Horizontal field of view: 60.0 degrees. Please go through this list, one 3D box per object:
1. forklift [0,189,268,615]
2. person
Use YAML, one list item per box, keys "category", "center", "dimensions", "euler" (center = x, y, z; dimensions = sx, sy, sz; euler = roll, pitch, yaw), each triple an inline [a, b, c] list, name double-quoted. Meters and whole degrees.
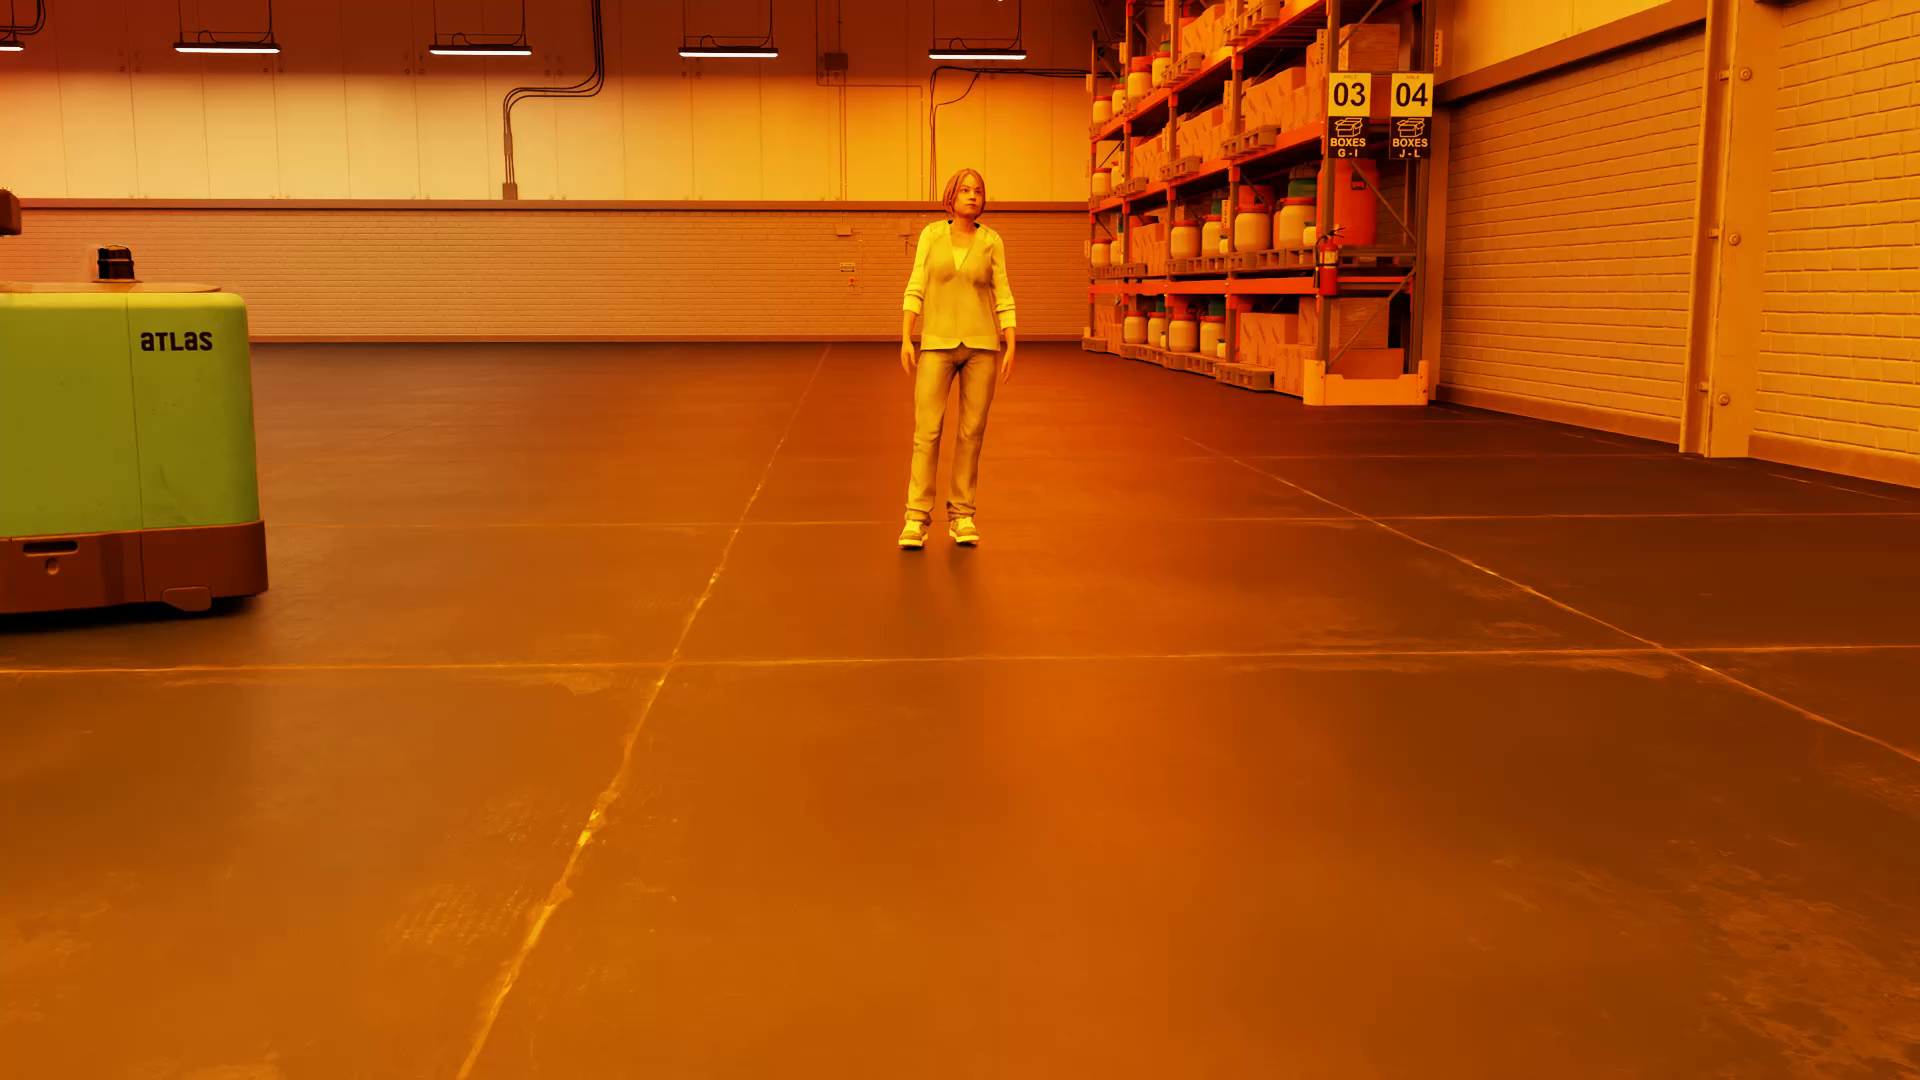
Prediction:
- category: "forklift"
  center: [-3.914, -1.169, 5.206]
  dimensions: [3.031, 2.935, 1.130]
  euler: [-4, 9, -26]
- category: "person"
  center: [-0.010, -0.786, 7.118]
  dimensions: [0.520, 1.597, 0.475]
  euler: [-1, 8, -4]
